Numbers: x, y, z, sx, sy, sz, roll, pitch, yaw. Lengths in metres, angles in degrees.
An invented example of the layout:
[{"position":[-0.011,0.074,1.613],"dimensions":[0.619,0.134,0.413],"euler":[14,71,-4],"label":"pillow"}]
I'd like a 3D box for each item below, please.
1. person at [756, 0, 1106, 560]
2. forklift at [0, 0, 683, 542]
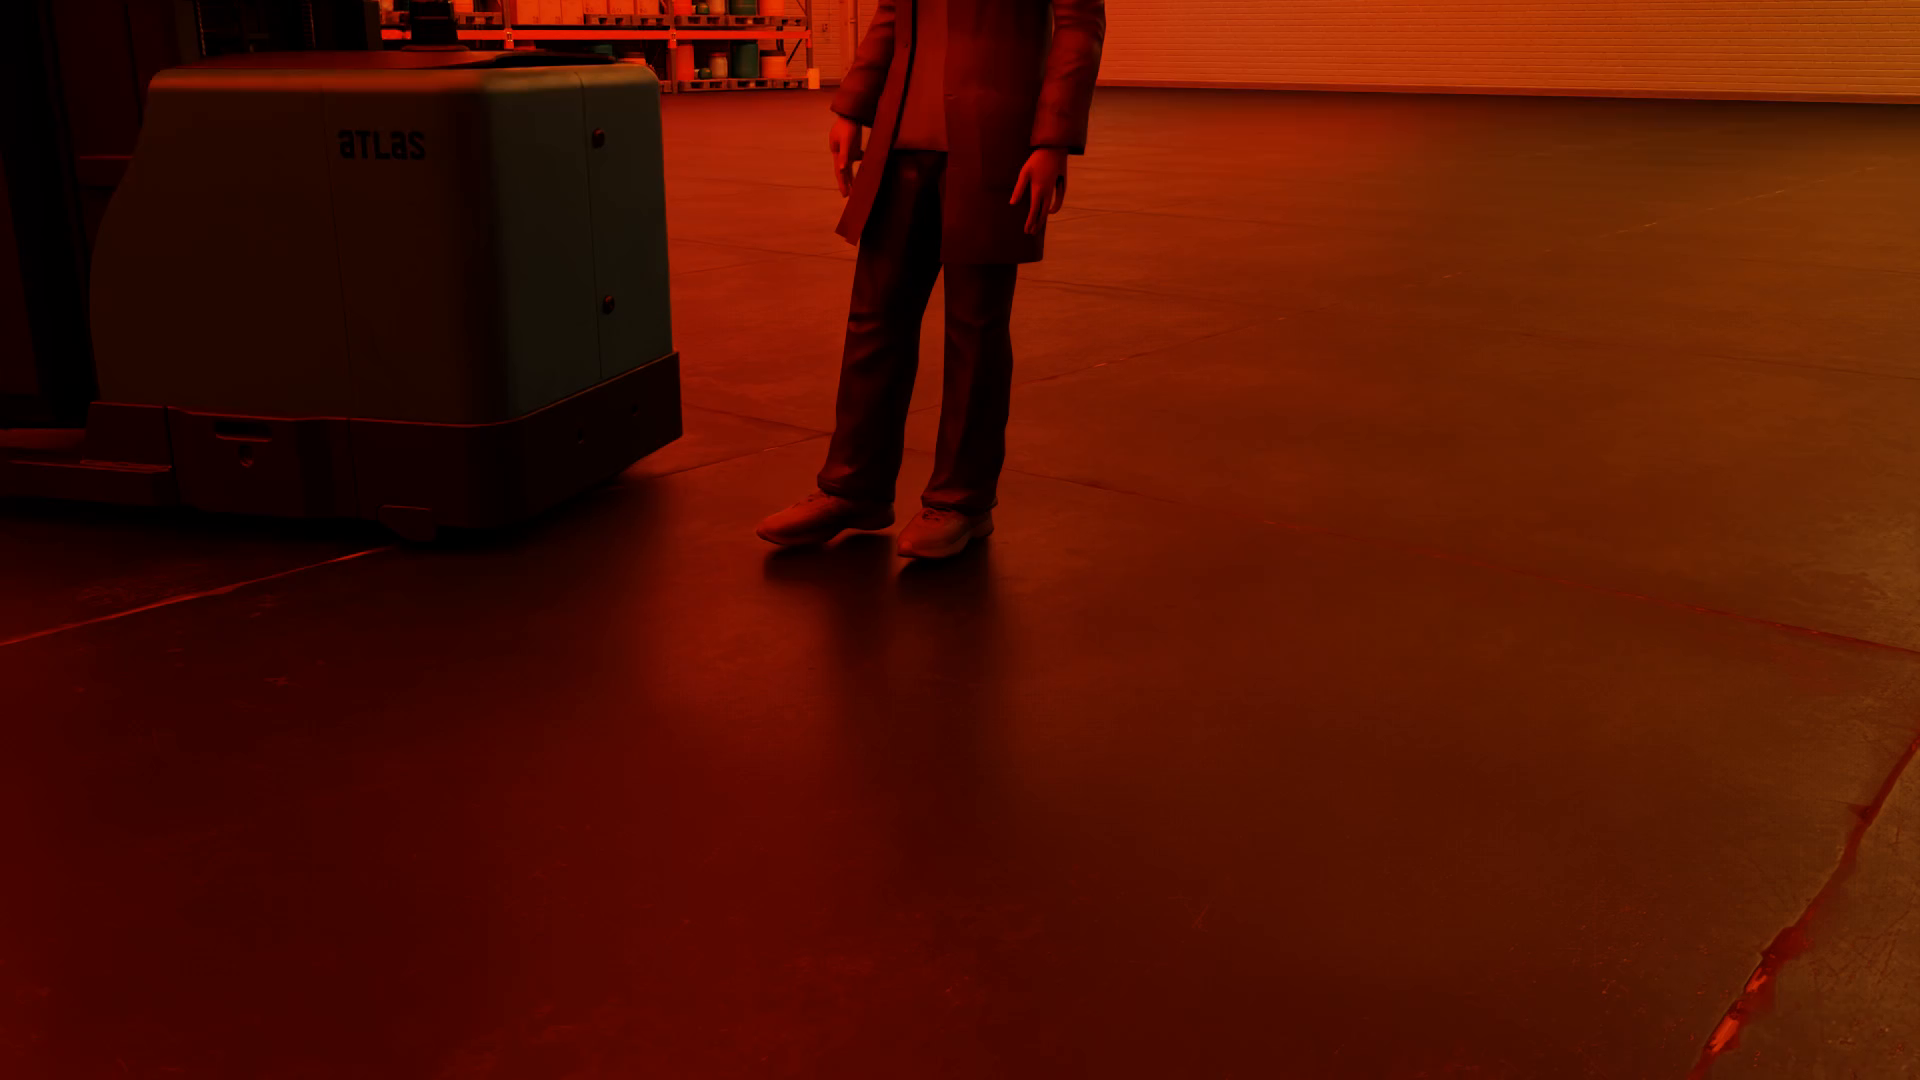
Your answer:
[{"position":[-0.061,-0.838,3.616],"dimensions":[0.698,1.778,0.579],"euler":[13,21,37],"label":"person"},{"position":[-2.352,-1.613,4.210],"dimensions":[3.031,2.935,1.130],"euler":[4,17,14],"label":"forklift"}]
